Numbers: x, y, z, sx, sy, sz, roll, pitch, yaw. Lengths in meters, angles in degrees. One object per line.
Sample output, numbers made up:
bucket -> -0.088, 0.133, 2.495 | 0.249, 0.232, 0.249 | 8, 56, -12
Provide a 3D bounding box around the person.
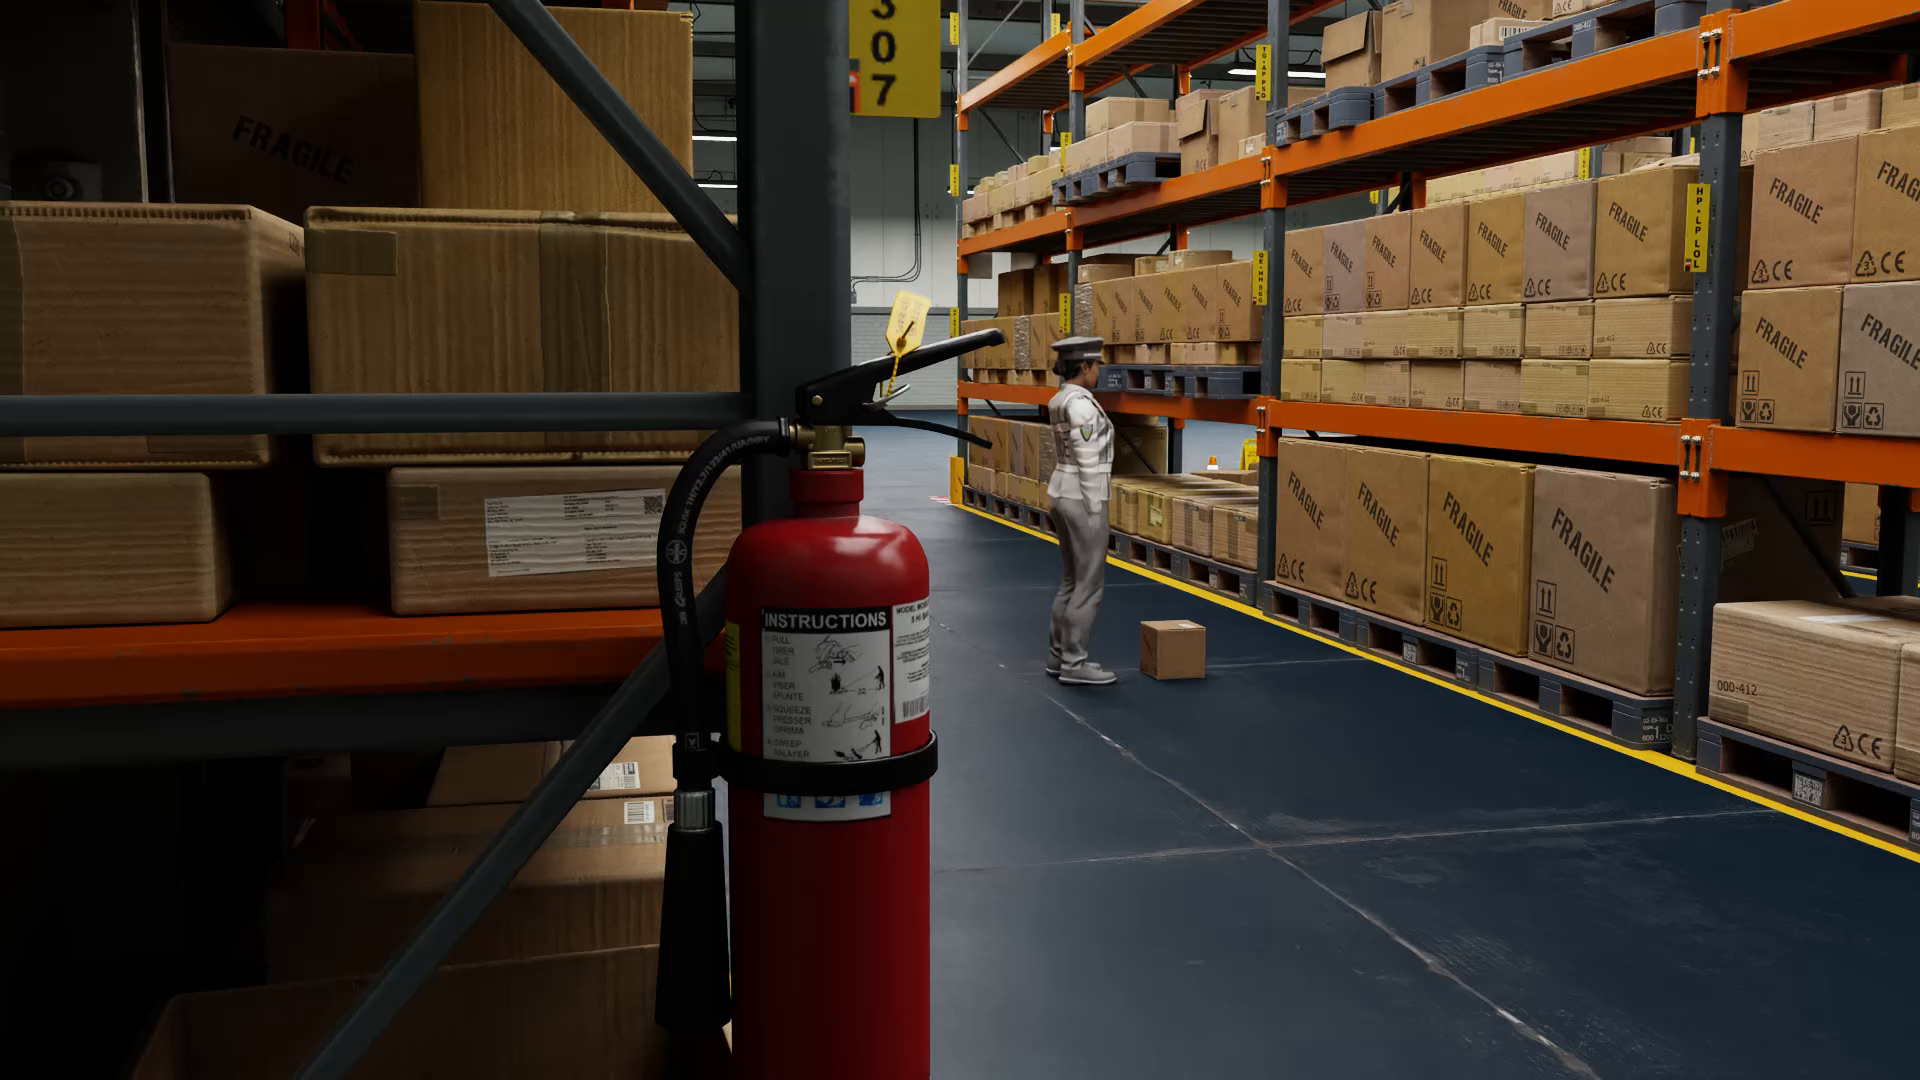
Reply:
person -> 0.590, -0.146, 8.042 | 0.329, 1.664, 0.468 | -1, 6, -12
